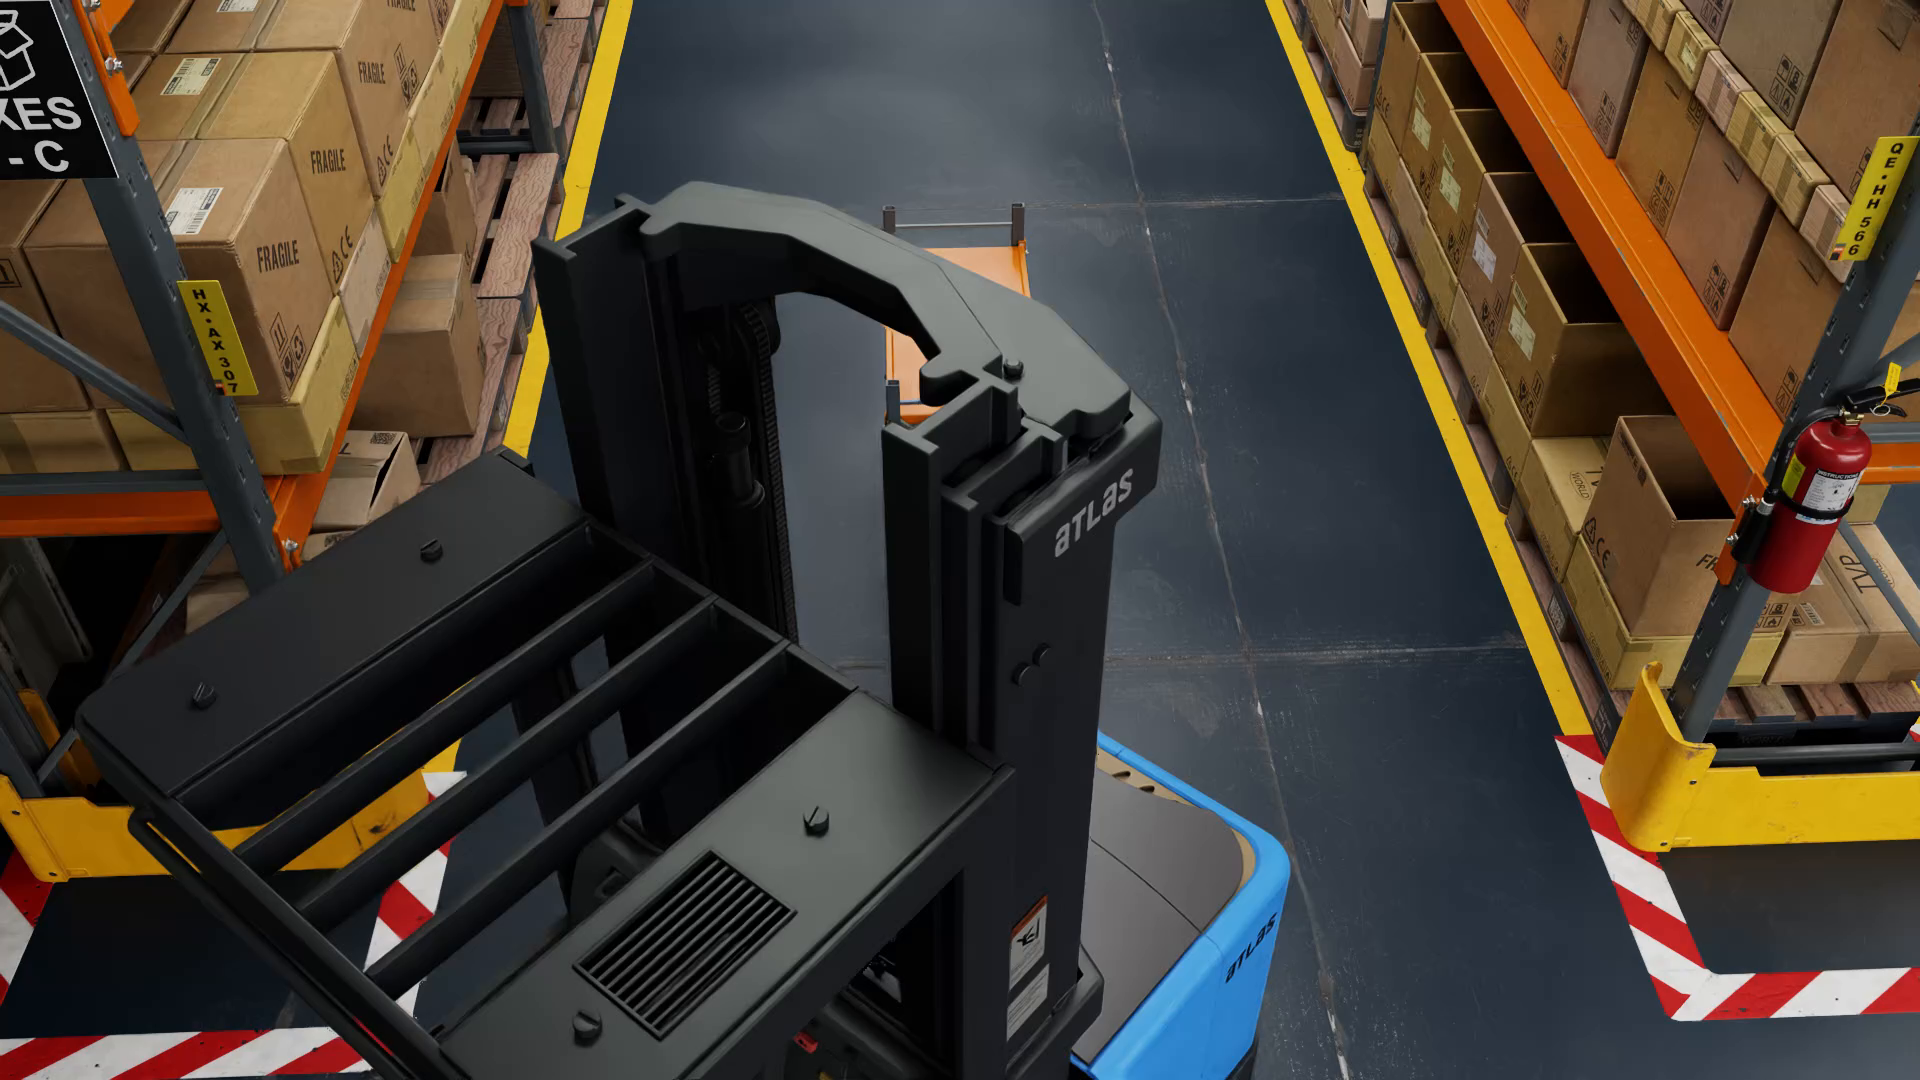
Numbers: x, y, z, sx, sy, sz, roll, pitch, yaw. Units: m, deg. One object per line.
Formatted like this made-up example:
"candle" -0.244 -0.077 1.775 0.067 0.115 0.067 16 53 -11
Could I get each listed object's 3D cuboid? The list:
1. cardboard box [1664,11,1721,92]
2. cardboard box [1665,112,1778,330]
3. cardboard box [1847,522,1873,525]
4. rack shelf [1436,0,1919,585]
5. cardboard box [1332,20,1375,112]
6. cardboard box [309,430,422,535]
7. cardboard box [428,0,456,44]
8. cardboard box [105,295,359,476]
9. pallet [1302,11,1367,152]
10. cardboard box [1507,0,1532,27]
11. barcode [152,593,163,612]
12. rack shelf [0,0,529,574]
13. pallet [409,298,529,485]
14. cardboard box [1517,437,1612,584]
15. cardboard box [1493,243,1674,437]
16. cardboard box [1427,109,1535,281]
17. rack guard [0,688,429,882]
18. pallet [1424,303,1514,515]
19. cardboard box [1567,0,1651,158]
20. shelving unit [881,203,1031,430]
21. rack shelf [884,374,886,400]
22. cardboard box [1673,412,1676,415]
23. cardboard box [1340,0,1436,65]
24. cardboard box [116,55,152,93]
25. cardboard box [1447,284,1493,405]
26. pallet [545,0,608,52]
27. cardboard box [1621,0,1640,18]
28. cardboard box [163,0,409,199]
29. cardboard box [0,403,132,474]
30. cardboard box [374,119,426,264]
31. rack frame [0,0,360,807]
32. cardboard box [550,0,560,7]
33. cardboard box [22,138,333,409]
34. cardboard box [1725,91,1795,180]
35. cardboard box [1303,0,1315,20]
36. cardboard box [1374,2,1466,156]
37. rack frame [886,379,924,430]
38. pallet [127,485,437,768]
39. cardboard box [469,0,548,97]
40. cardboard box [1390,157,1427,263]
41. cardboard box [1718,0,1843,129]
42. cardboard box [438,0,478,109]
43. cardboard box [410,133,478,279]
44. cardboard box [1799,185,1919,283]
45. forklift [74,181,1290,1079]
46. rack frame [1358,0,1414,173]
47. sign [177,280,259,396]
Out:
"cardboard box" 2.414 -1.505 5.118 0.380 0.149 0.250 0 43 0
"cardboard box" 2.630 -0.987 5.033 0.700 0.500 0.500 -1 43 -1
"cardboard box" 2.839 -0.127 5.893 0.500 0.250 0.500 -2 43 -2
"rack shelf" 2.579 -1.365 6.052 1.077 0.370 4.000 -2 43 -2
"cardboard box" 2.187 -2.393 8.365 0.500 0.250 0.500 -2 43 -2
"cardboard box" -2.249 -0.161 5.870 0.500 0.311 0.500 2 43 2
"cardboard box" -2.088 -2.077 5.837 0.500 0.500 0.500 -3 43 -3
"cardboard box" -1.988 -0.426 4.591 0.500 0.250 0.500 -3 43 -3
"pallet" 2.424 -2.449 8.765 1.003 0.211 1.213 -2 43 -2
"cardboard box" 2.548 -2.362 6.533 0.700 0.500 0.500 -2 43 -2
"barcode" -2.625 0.220 5.448 0.001 0.075 0.075 -2 43 -2
"rack shelf" -2.370 -1.220 5.894 1.077 0.370 4.000 -2 43 -2
"pallet" -2.336 -0.530 6.672 1.003 0.211 1.213 -2 43 -2
"cardboard box" 2.313 -0.112 5.876 0.500 0.250 0.500 -2 43 -2
"cardboard box" 2.287 -0.726 5.991 0.500 0.500 0.500 -2 43 -2
"cardboard box" 2.244 -1.401 6.728 0.500 0.500 0.500 -2 43 -2
"rack guard" -2.288 0.735 5.078 1.175 0.500 0.348 -2 43 -2
"pallet" 2.541 -0.589 6.736 1.003 0.211 1.213 -2 43 -2
"cardboard box" 2.589 -1.677 5.786 0.700 0.500 0.500 0 43 -1
"shelving unit" 0.000 -0.419 5.875 0.538 1.125 1.048 -2 43 -2
"rack shelf" 0.000 -0.239 6.040 0.538 0.278 1.000 -2 43 -2
"cardboard box" 2.806 -0.741 6.007 0.500 0.500 0.500 -2 43 -2
"cardboard box" 2.191 -2.594 8.169 0.500 0.311 0.500 -2 43 -2
"cardboard box" -2.529 -1.016 4.680 0.500 0.500 0.500 -1 43 -1
"cardboard box" 2.270 -0.787 6.613 0.500 0.250 0.500 -2 43 -2
"pallet" -2.544 -3.159 9.540 1.003 0.211 1.213 -2 43 -2
"cardboard box" 2.390 -1.856 5.500 0.380 0.149 0.250 -2 43 -2
"cardboard box" -2.032 -1.378 5.074 0.500 0.500 0.500 -3 43 -3
"cardboard box" -2.498 -0.397 4.560 0.500 0.250 0.500 -1 43 -1
"cardboard box" -2.040 -1.120 5.348 0.500 0.250 0.500 -2 43 -2
"rack frame" -2.285 -0.135 4.178 1.000 3.000 0.127 -2 43 -2
"cardboard box" -2.556 -3.266 9.117 0.700 0.500 0.500 -1 43 -1
"cardboard box" -2.005 -0.695 4.329 0.500 0.500 0.500 -2 43 -2
"cardboard box" 2.434 -1.158 4.739 0.380 0.149 0.250 -2 43 -2
"cardboard box" 2.145 -3.080 9.115 0.500 0.250 0.500 -1 43 -1
"cardboard box" 2.201 -2.076 7.464 0.500 0.500 0.500 -2 43 -2
"rack frame" 0.021 -0.076 5.500 0.500 1.125 0.032 -2 43 -2
"pallet" -2.287 0.292 5.775 1.003 0.211 1.213 -2 43 -2
"cardboard box" -2.503 -2.573 8.361 0.700 0.500 0.500 0 43 0
"cardboard box" 2.227 -1.462 7.349 0.500 0.250 0.500 -2 43 -2
"cardboard box" 2.627 -1.501 4.634 0.700 0.500 0.500 -3 43 -3
"cardboard box" -2.082 -1.801 6.091 0.500 0.250 0.500 -2 43 -2
"cardboard box" -2.371 -1.377 7.057 0.500 0.500 0.500 -5 43 -5
"cardboard box" 2.458 -0.809 4.358 0.380 0.149 0.250 -2 43 -3
"forklift" -0.537 0.989 3.002 1.130 2.935 3.031 29 50 28
"rack frame" 2.494 -2.980 7.282 1.000 3.000 0.127 -2 43 -2
"sign" -1.743 -0.470 3.902 0.100 0.325 0.005 -2 43 -2
